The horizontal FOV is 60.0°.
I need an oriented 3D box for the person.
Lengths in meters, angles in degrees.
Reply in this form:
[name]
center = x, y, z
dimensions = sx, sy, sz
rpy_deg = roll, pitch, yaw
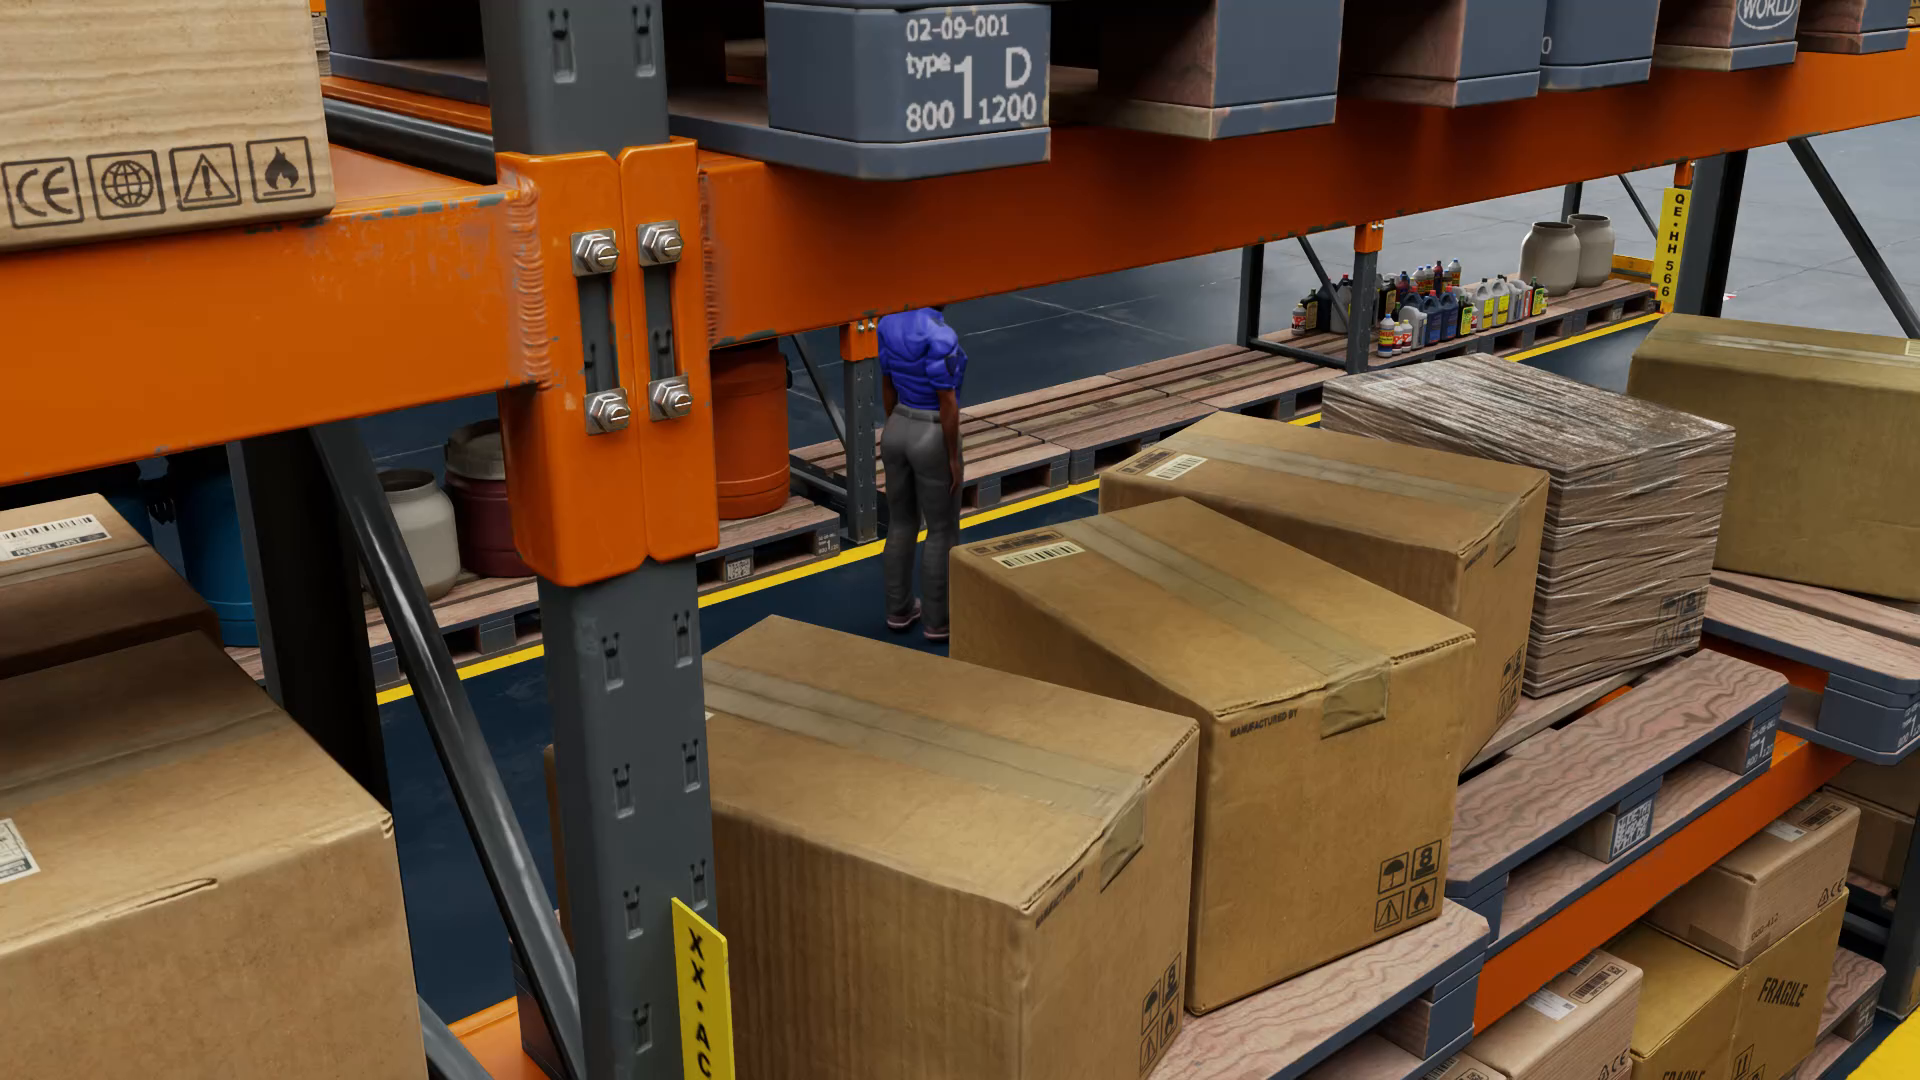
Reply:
[person]
center = -0.153, -0.395, 7.061
dimensions = 0.470, 1.665, 0.322
rpy_deg = 18, 27, 39
